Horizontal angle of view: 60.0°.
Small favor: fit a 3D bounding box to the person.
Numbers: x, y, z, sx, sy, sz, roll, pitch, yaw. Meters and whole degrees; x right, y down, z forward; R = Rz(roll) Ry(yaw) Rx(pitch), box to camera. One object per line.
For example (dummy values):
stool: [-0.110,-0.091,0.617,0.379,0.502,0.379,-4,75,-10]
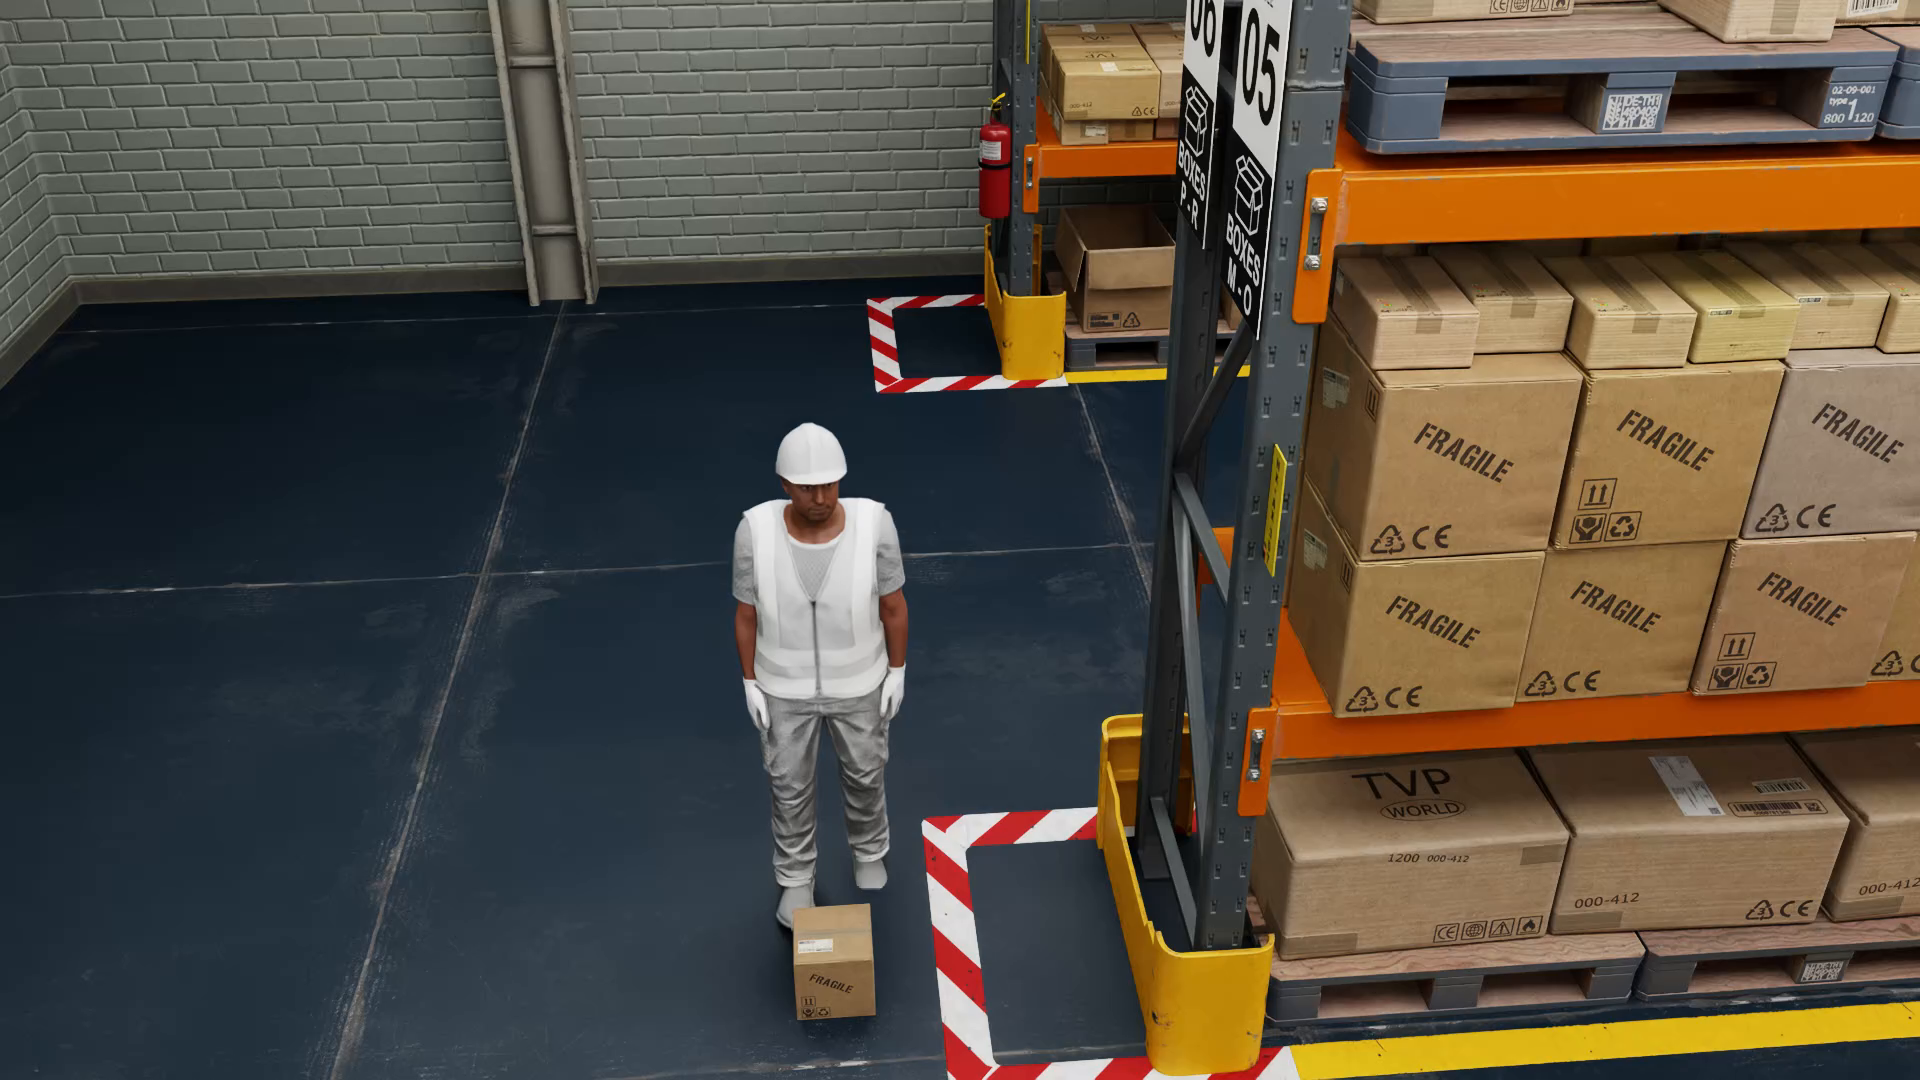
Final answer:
person: [-0.401,0.688,5.416,0.611,1.319,0.815,-3,31,-4]
